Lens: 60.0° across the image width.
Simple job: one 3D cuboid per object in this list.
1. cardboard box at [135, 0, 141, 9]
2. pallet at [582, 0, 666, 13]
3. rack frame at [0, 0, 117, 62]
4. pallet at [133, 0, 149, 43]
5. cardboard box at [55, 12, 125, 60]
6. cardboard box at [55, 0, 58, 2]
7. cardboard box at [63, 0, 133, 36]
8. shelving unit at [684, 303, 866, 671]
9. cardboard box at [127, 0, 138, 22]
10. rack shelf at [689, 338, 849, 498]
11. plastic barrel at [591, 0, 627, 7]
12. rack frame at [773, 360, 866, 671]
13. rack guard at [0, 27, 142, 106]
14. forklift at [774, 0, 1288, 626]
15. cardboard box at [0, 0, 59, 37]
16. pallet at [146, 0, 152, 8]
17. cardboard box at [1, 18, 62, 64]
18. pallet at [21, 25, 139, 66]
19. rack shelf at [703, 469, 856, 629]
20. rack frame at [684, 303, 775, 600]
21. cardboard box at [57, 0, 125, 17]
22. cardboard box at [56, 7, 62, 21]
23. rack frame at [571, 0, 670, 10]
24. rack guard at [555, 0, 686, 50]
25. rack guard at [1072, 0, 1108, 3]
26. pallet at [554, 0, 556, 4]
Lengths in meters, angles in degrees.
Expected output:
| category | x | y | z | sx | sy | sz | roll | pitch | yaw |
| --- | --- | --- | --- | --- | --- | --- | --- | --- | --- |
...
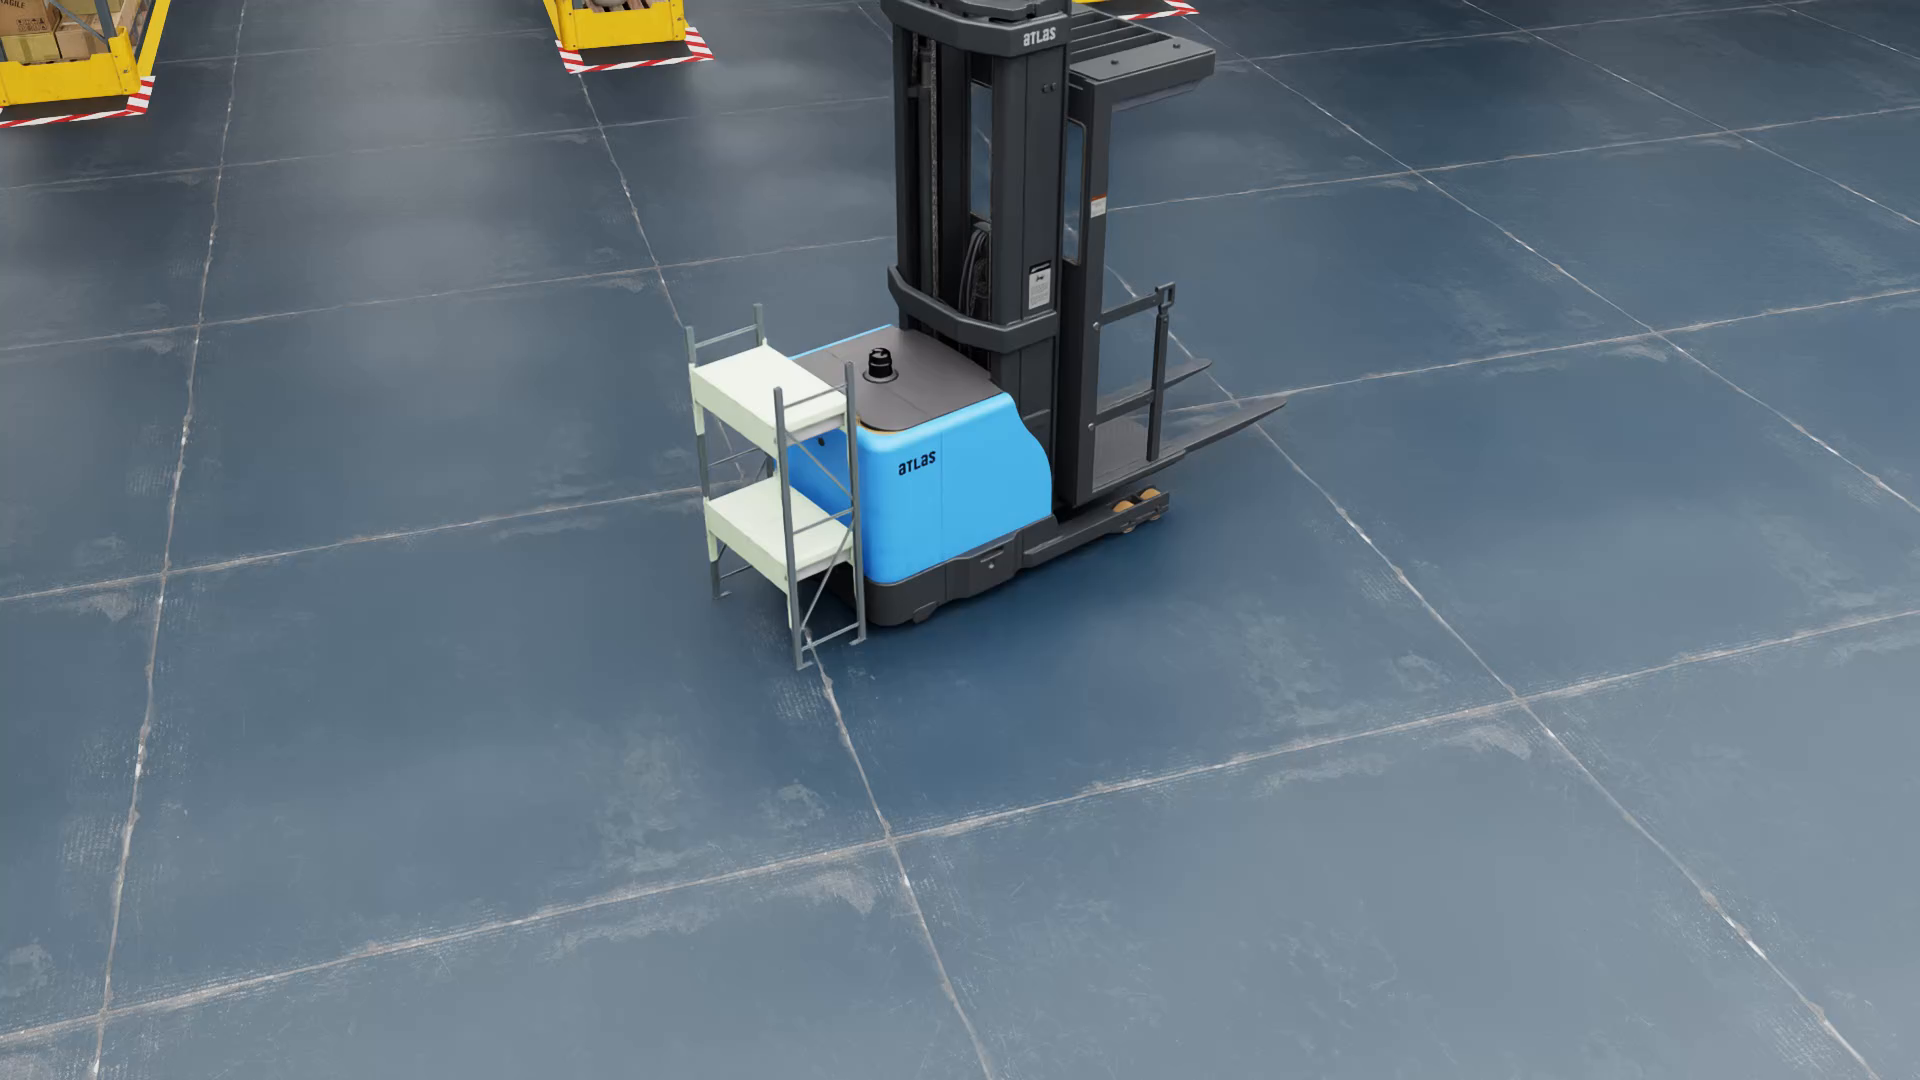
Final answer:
| category | x | y | z | sx | sy | sz | roll | pitch | yaw |
| --- | --- | --- | --- | --- | --- | --- | --- | --- | --- |
| cardboard box | -8.305 | -5.349 | 16.237 | 0.500 | 0.250 | 0.500 | -10 | 35 | -15 |
| pallet | -3.489 | -5.341 | 16.641 | 1.003 | 0.211 | 1.213 | -10 | 35 | -15 |
| rack frame | -7.897 | -5.214 | 13.920 | 1.000 | 3.000 | 0.127 | -10 | 35 | -15 |
| pallet | -8.539 | -5.085 | 16.253 | 1.003 | 0.211 | 1.213 | -10 | 35 | -15 |
| cardboard box | -7.849 | -4.561 | 15.045 | 0.500 | 0.250 | 0.500 | -10 | 35 | -15 |
| cardboard box | -8.663 | -5.309 | 15.496 | 0.500 | 0.500 | 0.500 | -10 | 35 | -15 |
| cardboard box | -8.005 | -4.823 | 15.441 | 0.500 | 0.250 | 0.500 | -10 | 35 | -15 |
| shelving unit | -0.846 | -0.239 | 7.748 | 0.431 | 1.500 | 0.755 | -24 | 40 | -31 |
| cardboard box | -8.157 | -5.085 | 15.838 | 0.500 | 0.250 | 0.500 | -10 | 35 | -15 |
| rack shelf | -0.849 | -0.563 | 7.531 | 0.431 | 0.370 | 0.720 | -24 | 40 | -31 |
| plastic barrel | -3.452 | -5.515 | 16.251 | 0.421 | 0.512 | 0.421 | 0 | 33 | 0 |
| rack frame | -0.620 | -0.080 | 7.508 | 0.400 | 1.500 | 0.023 | -24 | 40 | -31 |
| rack guard | -7.890 | -4.159 | 14.590 | 1.175 | 0.500 | 0.348 | -10 | 35 | -15 |
| forklift | 0.497 | -1.468 | 8.313 | 3.031 | 2.935 | 1.130 | -24 | 40 | -31 |
| cardboard box | -8.344 | -4.786 | 14.706 | 0.500 | 0.500 | 0.500 | -10 | 35 | -15 |
| pallet | -8.914 | -5.726 | 17.224 | 1.003 | 0.211 | 1.213 | -10 | 35 | -15 |
| cardboard box | -8.342 | -4.474 | 14.913 | 0.500 | 0.250 | 0.500 | -10 | 35 | -15 |
| pallet | -8.170 | -4.445 | 15.285 | 1.003 | 0.211 | 1.213 | -10 | 35 | -15 |
| rack shelf | -0.845 | 0.033 | 7.928 | 0.431 | 0.370 | 0.720 | -24 | 40 | -31 |
| rack frame | -1.073 | -0.397 | 7.987 | 0.400 | 1.500 | 0.023 | -24 | 40 | -31 |
| cardboard box | -8.003 | -5.136 | 15.235 | 0.500 | 0.500 | 0.500 | -10 | 35 | -15 |
| cardboard box | -8.506 | -4.734 | 15.307 | 0.500 | 0.250 | 0.500 | -10 | 35 | -15 |
| rack frame | -3.179 | -6.045 | 15.177 | 1.000 | 3.000 | 0.127 | -10 | 35 | -15 |
| rack guard | -3.246 | -5.034 | 15.915 | 1.175 | 0.500 | 0.348 | -10 | 35 | -15 |
| rack guard | 1.515 | -5.875 | 17.187 | 1.175 | 0.500 | 0.348 | -10 | 35 | -15 |
| pallet | -3.858 | -5.980 | 17.609 | 1.003 | 0.211 | 1.213 | -10 | 35 | -15 |
